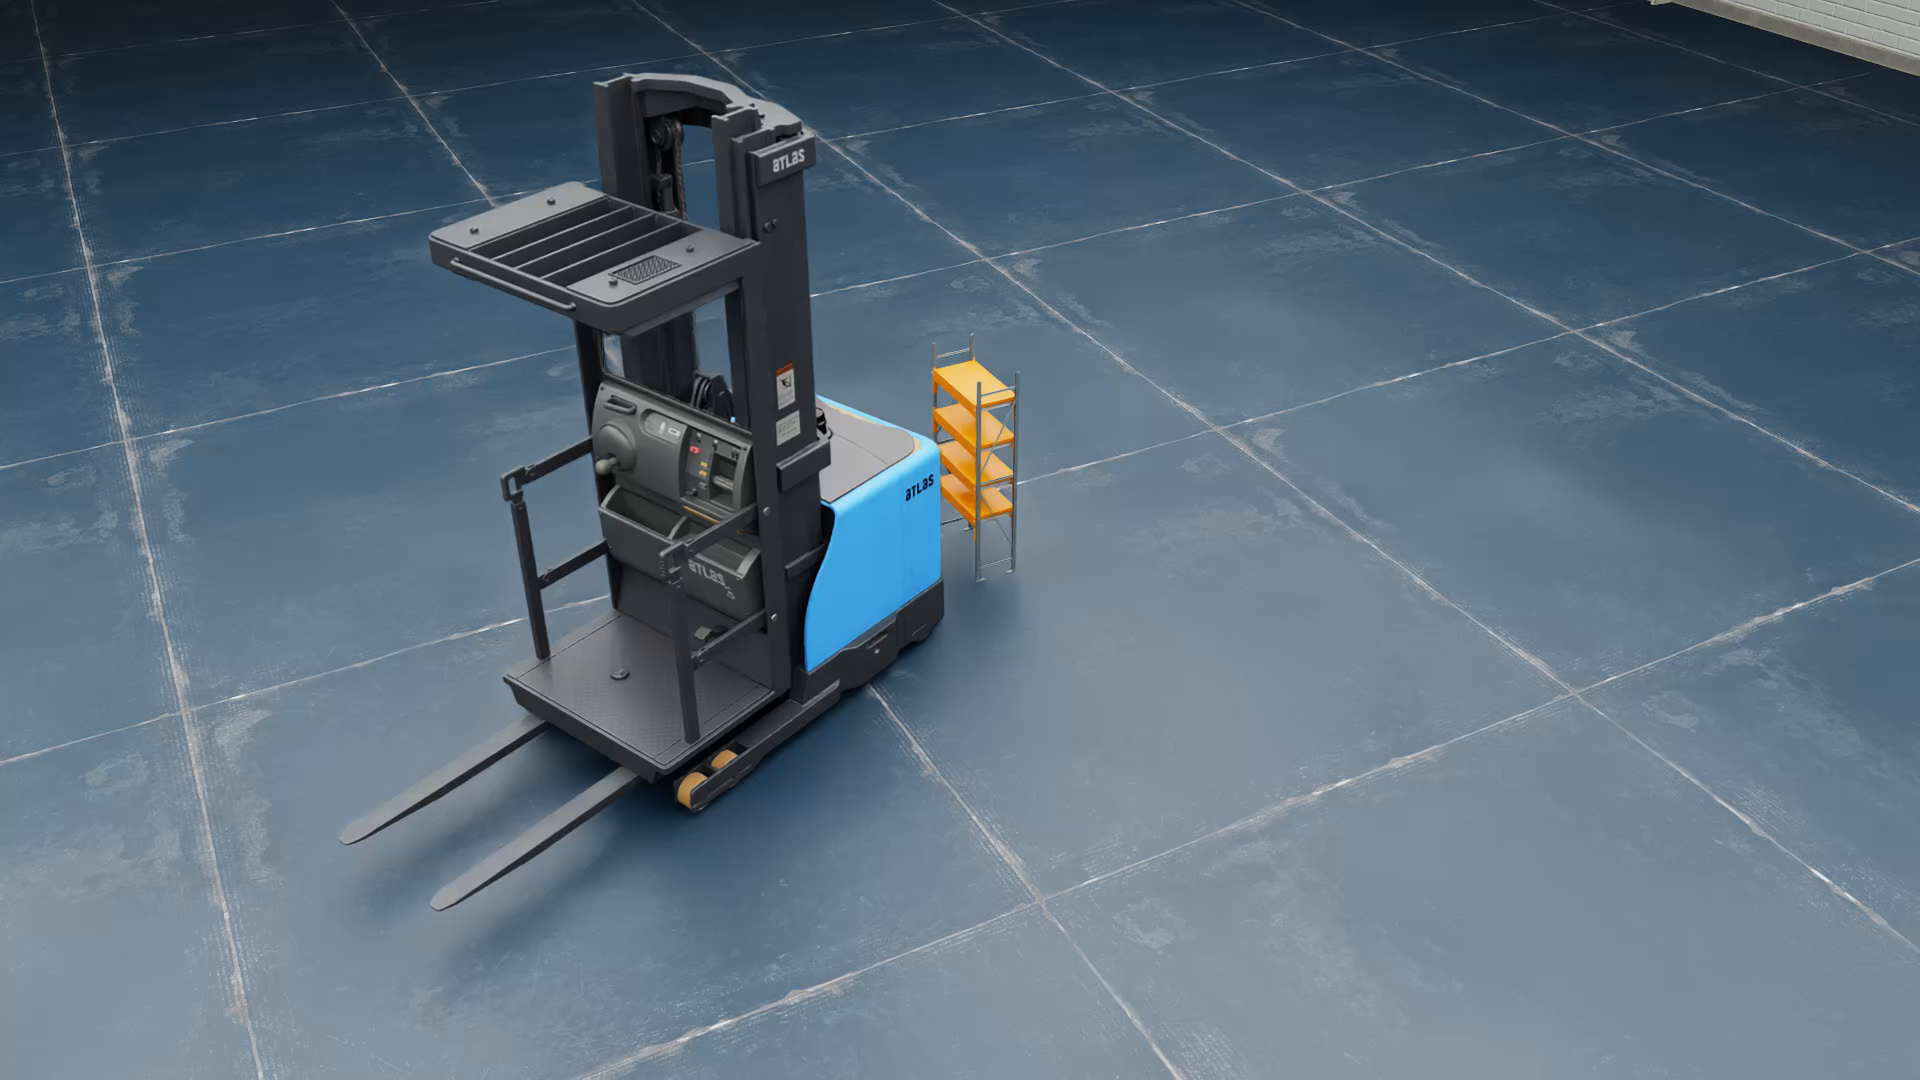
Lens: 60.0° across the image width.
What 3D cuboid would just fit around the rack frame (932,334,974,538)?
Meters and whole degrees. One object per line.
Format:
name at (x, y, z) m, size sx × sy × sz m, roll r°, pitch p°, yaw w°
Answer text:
rack frame at (-0.037, -0.543, 8.985) m, size 0.240 × 1.200 × 0.015 m, roll -16°, pitch 36°, yaw -23°

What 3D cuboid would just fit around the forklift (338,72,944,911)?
forklift at (-1.386, -0.338, 7.060) m, size 1.130 × 2.935 × 3.031 m, roll 23°, pitch 39°, yaw 31°

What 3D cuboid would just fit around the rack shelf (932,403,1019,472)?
rack shelf at (0.077, -0.558, 8.719) m, size 0.258 × 0.148 × 0.480 m, roll -16°, pitch 36°, yaw -23°

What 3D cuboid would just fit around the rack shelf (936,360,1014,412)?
rack shelf at (0.077, -0.790, 8.570) m, size 0.221 × 0.050 × 0.457 m, roll -16°, pitch 36°, yaw -23°

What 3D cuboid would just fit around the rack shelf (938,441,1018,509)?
rack shelf at (0.077, -0.370, 8.839) m, size 0.258 × 0.148 × 0.480 m, roll -16°, pitch 36°, yaw -23°

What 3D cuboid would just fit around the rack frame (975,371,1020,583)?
rack frame at (0.191, -0.310, 8.621) m, size 0.240 × 1.200 × 0.015 m, roll -16°, pitch 36°, yaw -23°

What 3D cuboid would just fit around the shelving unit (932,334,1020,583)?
shelving unit at (0.077, -0.426, 8.803) m, size 0.258 × 1.200 × 0.503 m, roll -16°, pitch 36°, yaw -23°

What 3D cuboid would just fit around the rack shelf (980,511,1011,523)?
rack shelf at (0.077, -0.226, 8.931) m, size 0.199 × 0.029 × 0.442 m, roll -16°, pitch 36°, yaw -23°
